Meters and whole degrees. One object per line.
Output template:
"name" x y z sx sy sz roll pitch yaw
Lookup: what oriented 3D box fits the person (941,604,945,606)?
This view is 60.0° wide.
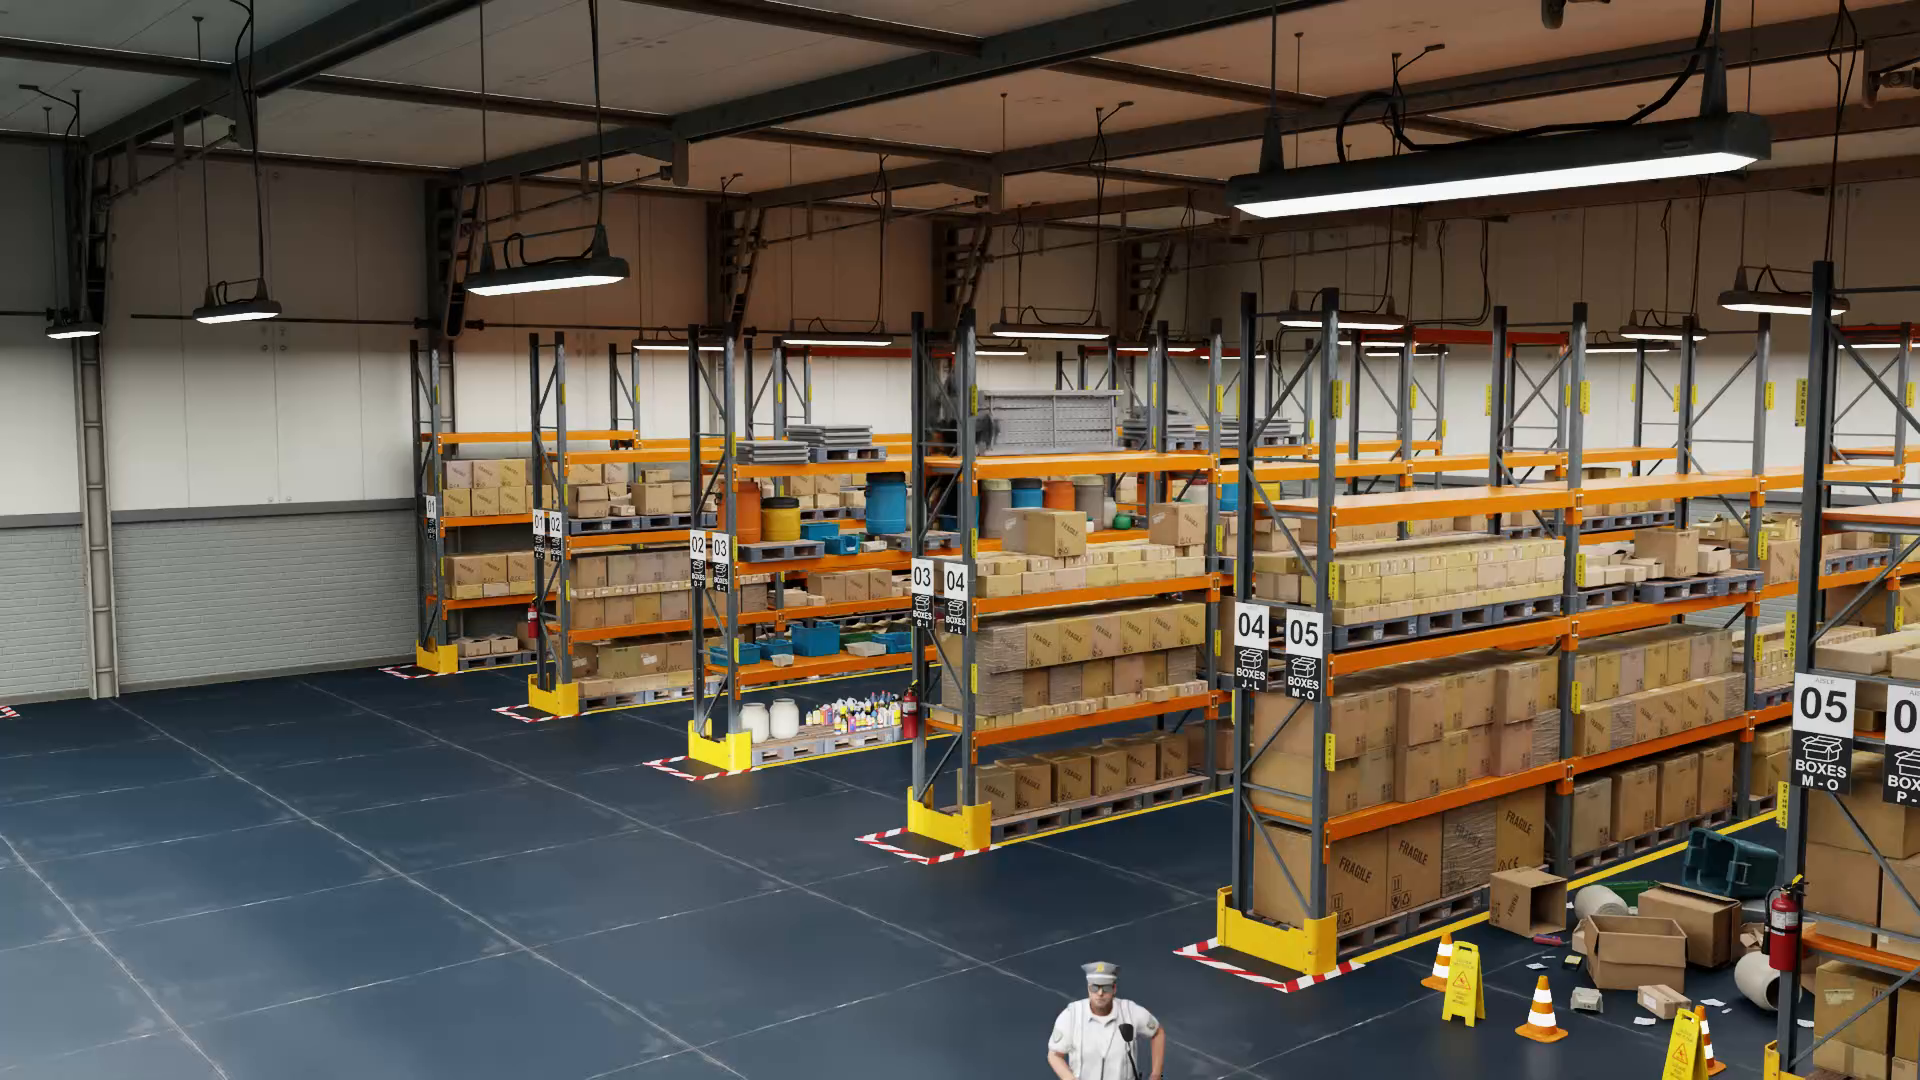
"person" -0.004 1.408 28.184 0.662 1.829 0.633 5 7 40

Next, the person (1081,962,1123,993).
"person" 0.898 3.376 10.045 0.341 1.812 0.449 1 5 8
